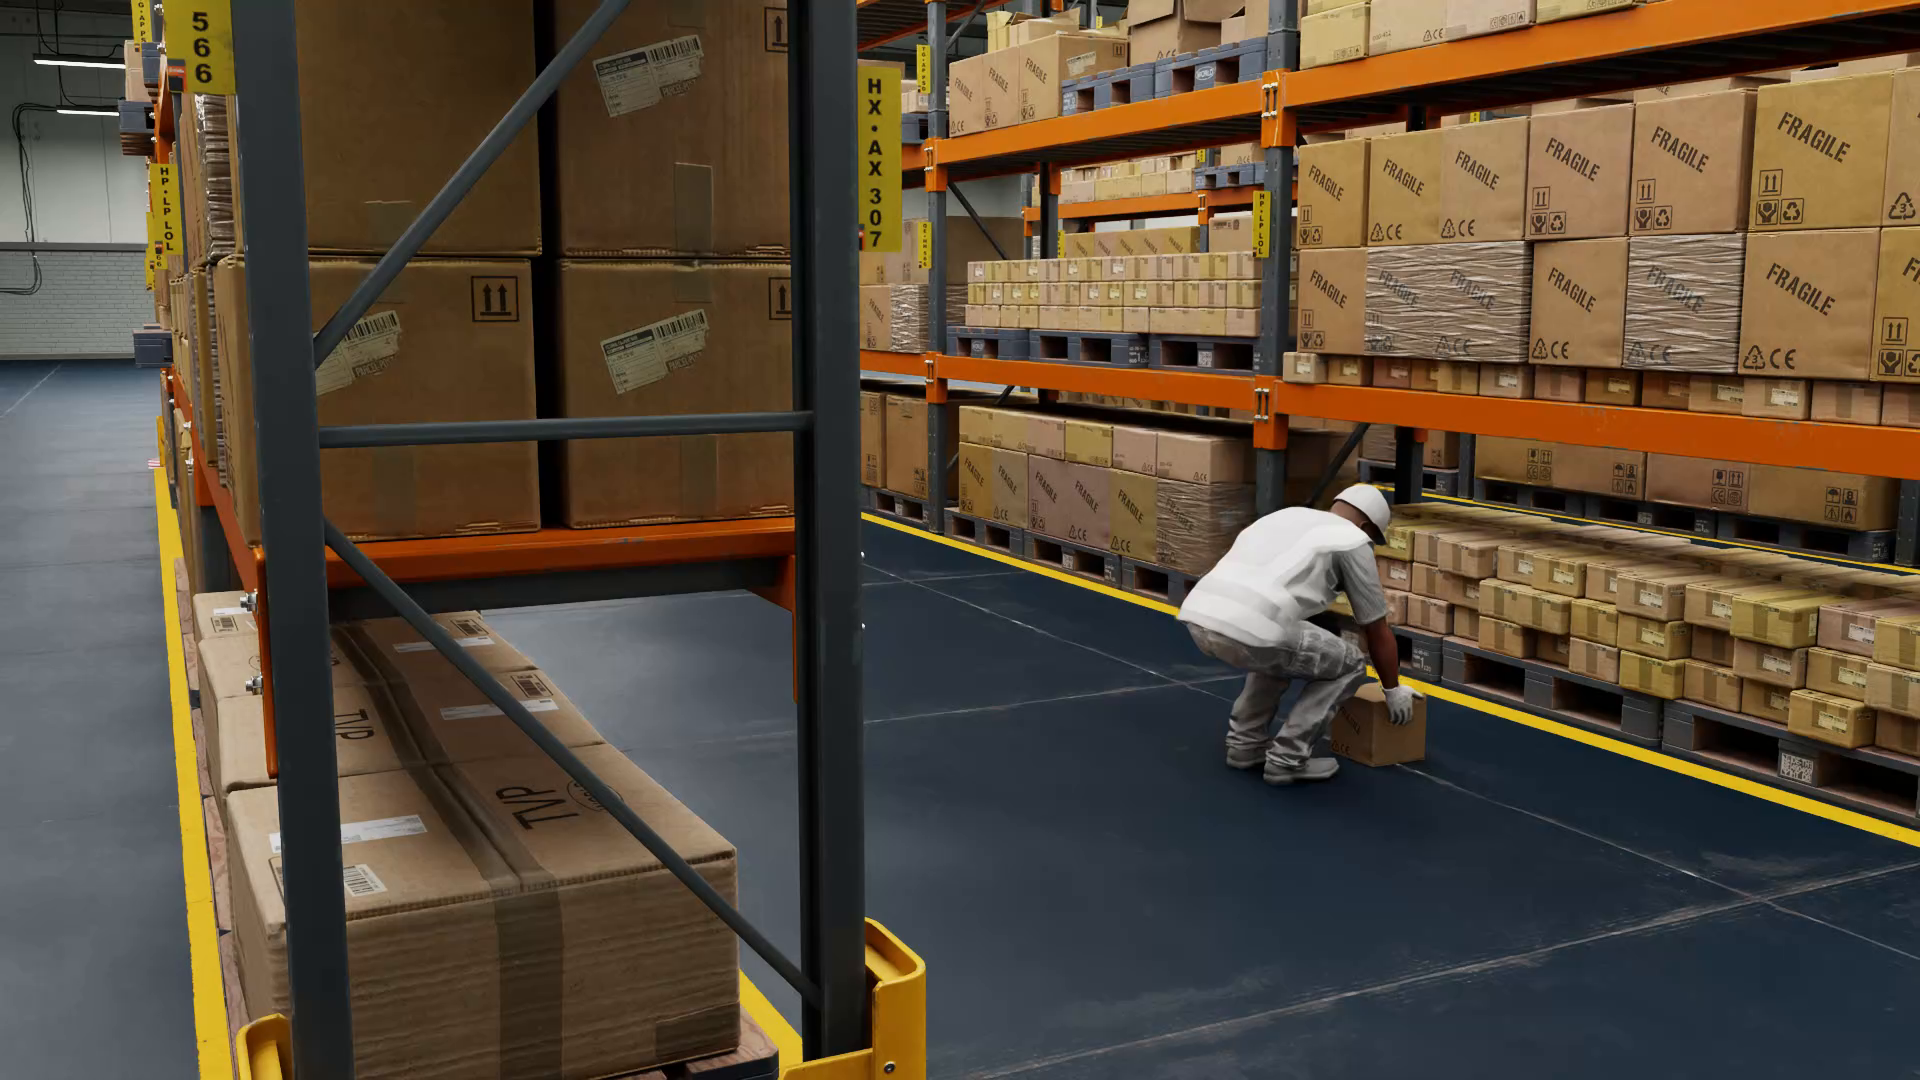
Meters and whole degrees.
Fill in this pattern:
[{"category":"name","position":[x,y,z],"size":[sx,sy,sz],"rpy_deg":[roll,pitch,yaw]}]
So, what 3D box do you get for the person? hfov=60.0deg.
[{"category":"person","position":[1.212,0.329,6.111],"size":[0.899,1.037,0.577],"rpy_deg":[-4,9,-26]}]
